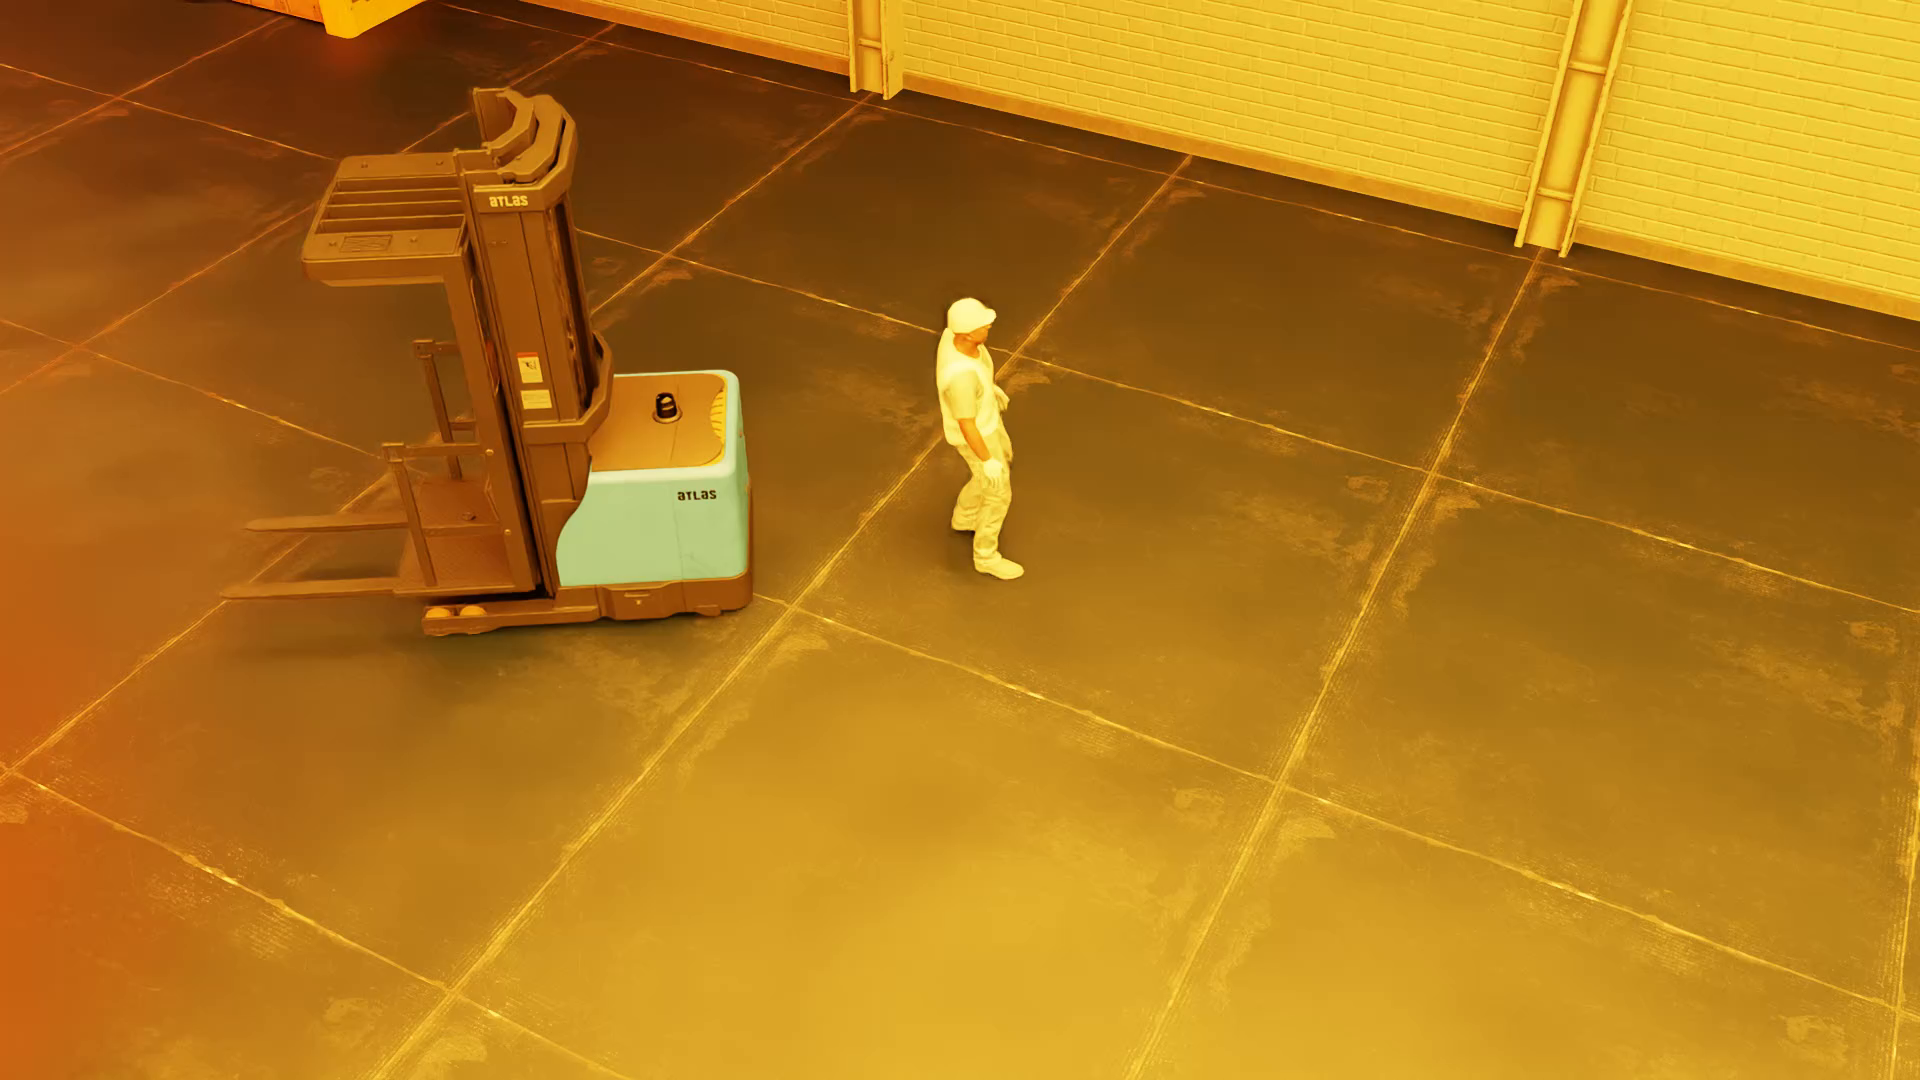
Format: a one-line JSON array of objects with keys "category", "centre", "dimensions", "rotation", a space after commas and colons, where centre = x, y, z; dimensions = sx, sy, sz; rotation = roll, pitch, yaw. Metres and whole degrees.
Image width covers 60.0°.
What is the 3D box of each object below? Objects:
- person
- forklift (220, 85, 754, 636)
[{"category": "person", "centre": [0.126, -0.647, 9.697], "dimensions": [0.523, 1.727, 0.773], "rotation": [1, 40, 1]}, {"category": "forklift", "centre": [-2.764, -0.923, 9.082], "dimensions": [3.031, 2.935, 1.130], "rotation": [-3, 40, -4]}]
